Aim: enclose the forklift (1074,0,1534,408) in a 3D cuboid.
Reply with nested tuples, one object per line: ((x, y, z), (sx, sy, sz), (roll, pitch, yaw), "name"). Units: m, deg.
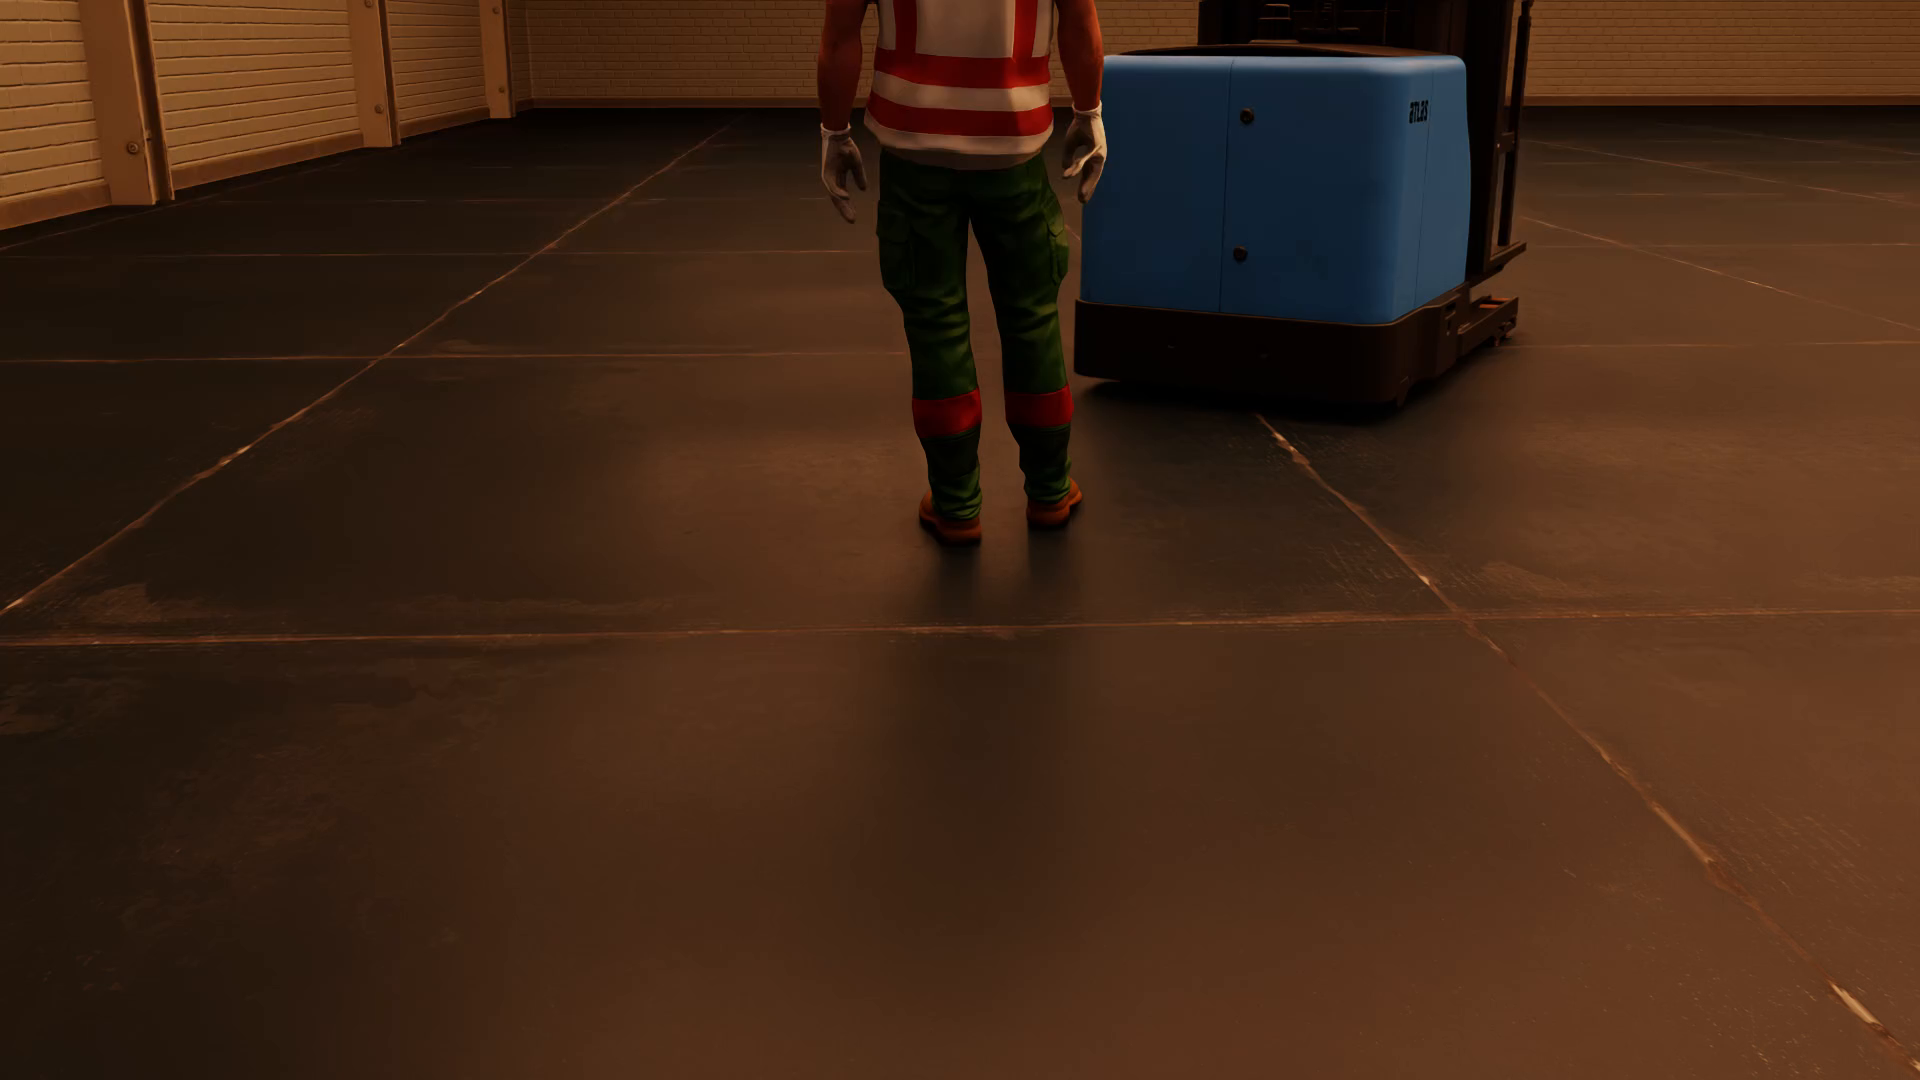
((1.527, -2.190, 6.067), (1.130, 2.935, 3.031), (9, 19, 27), "forklift")

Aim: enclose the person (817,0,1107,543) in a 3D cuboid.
((0.006, -0.884, 3.733), (0.638, 1.784, 0.562), (-1, 17, -3), "person")
